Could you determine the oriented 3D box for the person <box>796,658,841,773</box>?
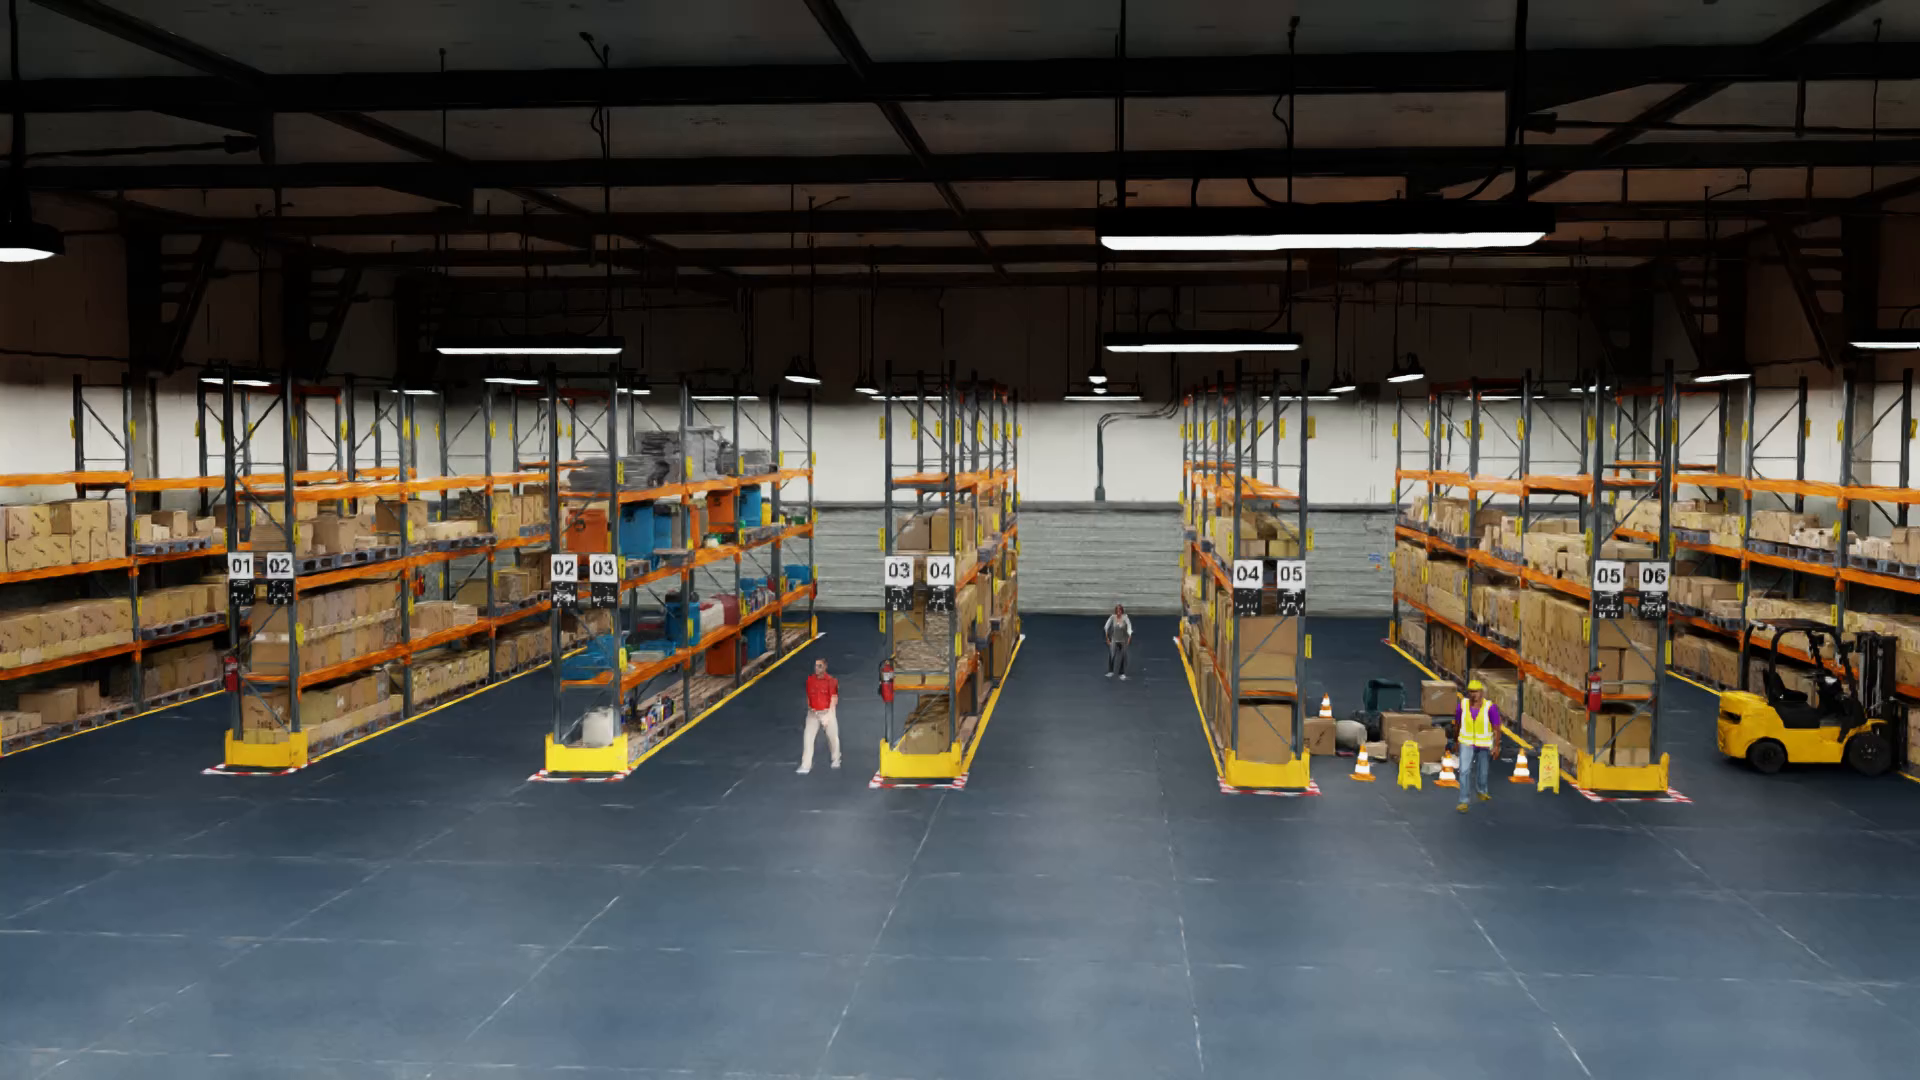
[{"bbox_3d":[-2.029,2.553,24.344,0.535,1.657,1.020,1,4,15],"label":"person"}]

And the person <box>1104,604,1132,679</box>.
[{"bbox_3d":[3.186,2.036,33.509,0.566,1.541,0.519,0,4,2],"label":"person"}]

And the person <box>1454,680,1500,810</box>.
[{"bbox_3d":[6.842,2.695,22.026,0.599,1.728,0.940,1,4,21],"label":"person"}]

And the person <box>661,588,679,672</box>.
[{"bbox_3d":[-5.996,1.860,34.548,0.576,1.709,0.626,2,4,32],"label":"person"}]
